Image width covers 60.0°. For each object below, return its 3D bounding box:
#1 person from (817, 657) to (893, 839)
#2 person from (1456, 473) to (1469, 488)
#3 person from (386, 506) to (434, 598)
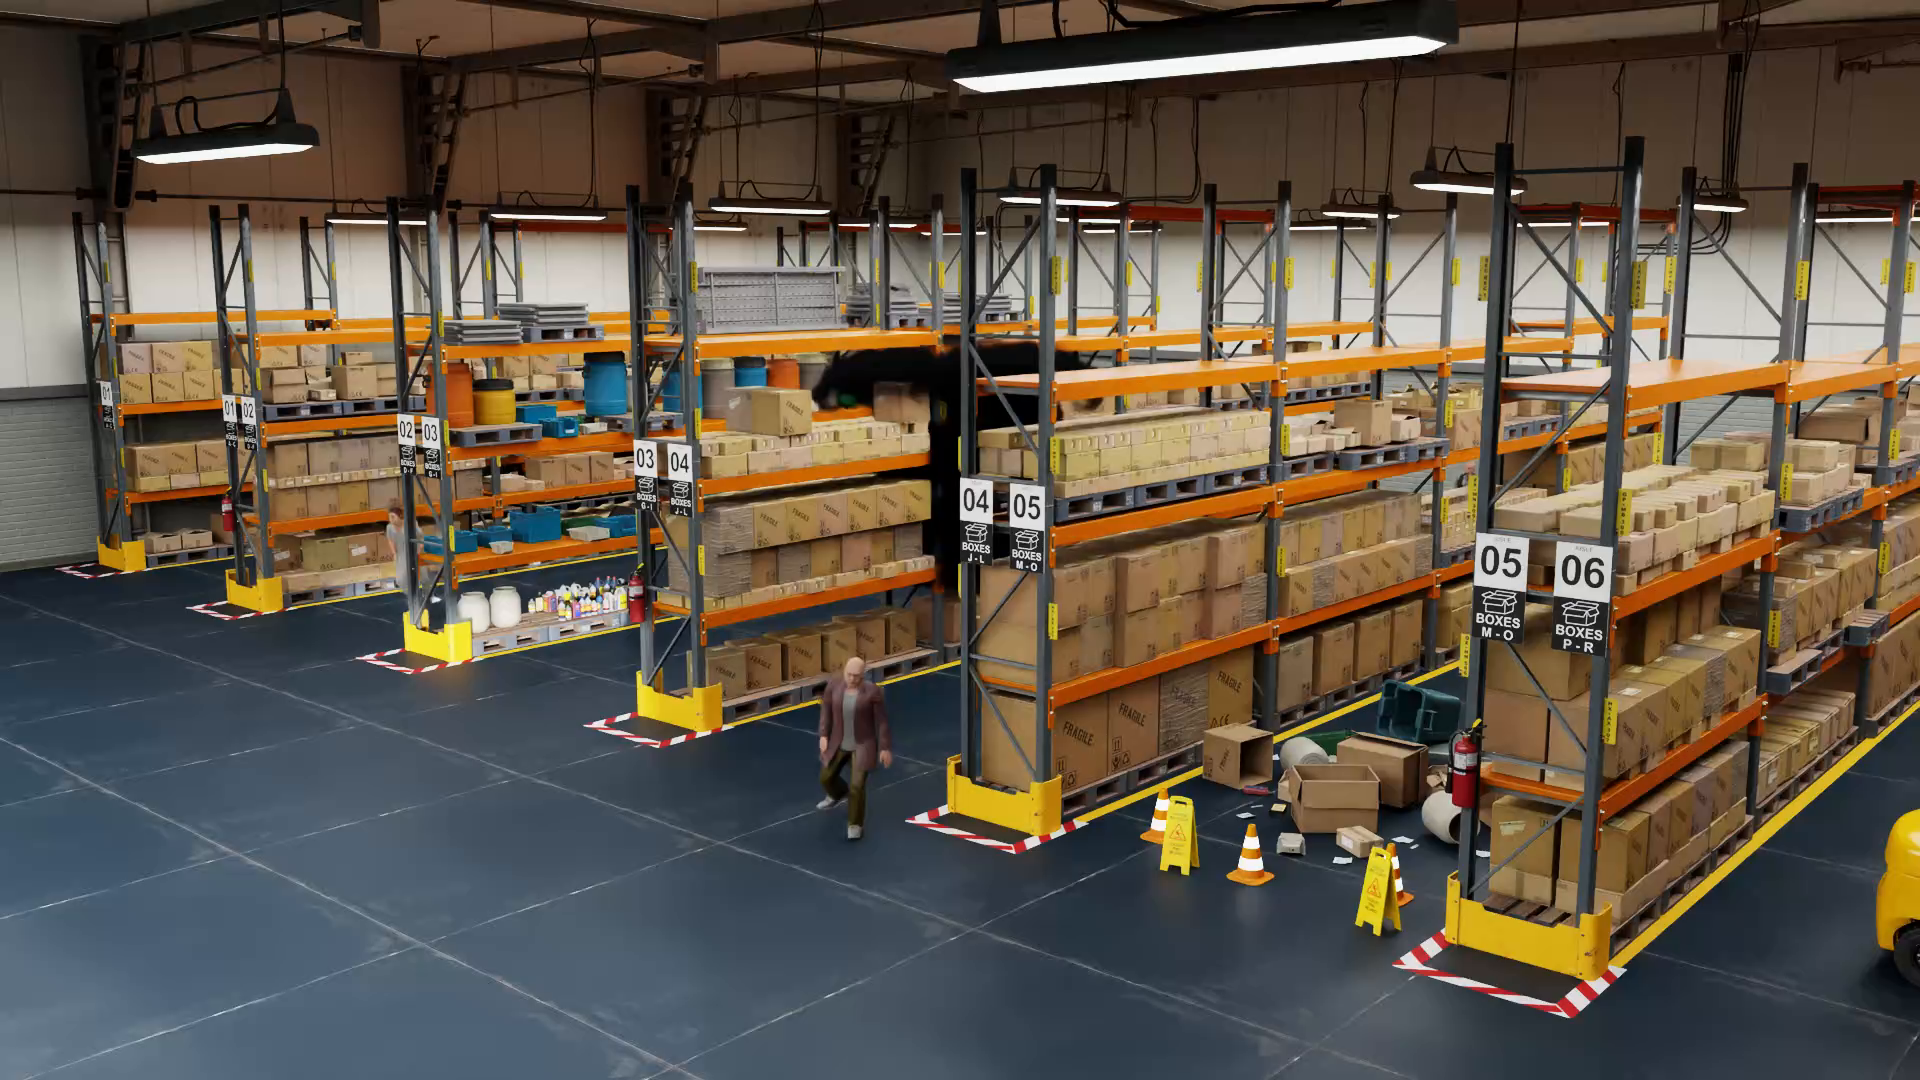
[{"bbox_3d":[-0.992,1.828,15.195,0.871,1.688,0.766,3,10,17],"label":"person"},{"bbox_3d":[9.095,-0.489,29.800,0.707,1.463,0.575,-8,13,-41],"label":"person"},{"bbox_3d":[-7.938,0.193,23.936,0.541,1.449,0.799,-1,10,-4],"label":"person"}]
